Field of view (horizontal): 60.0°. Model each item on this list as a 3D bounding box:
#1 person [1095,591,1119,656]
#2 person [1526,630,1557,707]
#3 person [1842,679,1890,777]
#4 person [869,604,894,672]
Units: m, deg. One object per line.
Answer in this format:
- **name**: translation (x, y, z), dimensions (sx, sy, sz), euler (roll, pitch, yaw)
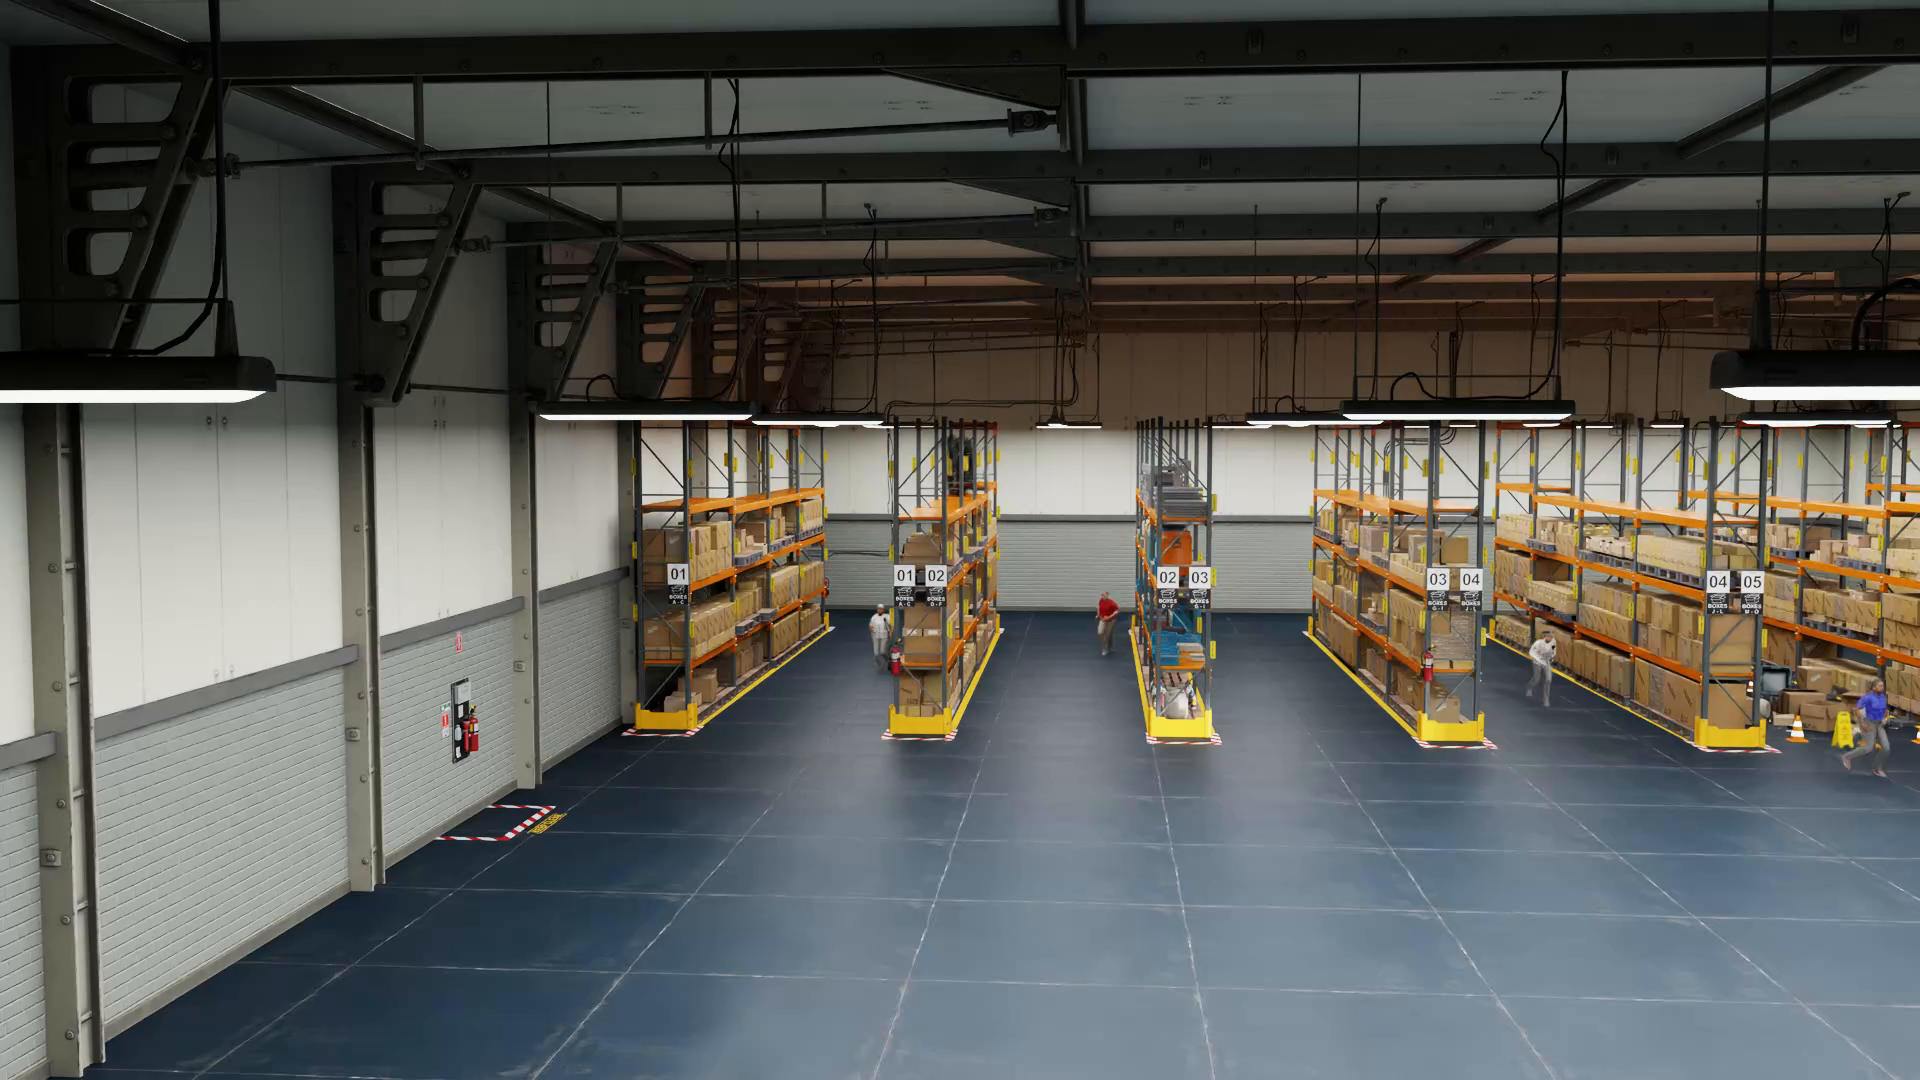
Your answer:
- **person**: translation (3.842, 2.125, 42.831), dimensions (0.682, 1.690, 0.832), euler (2, 4, 29)
- **person**: translation (12.226, 2.665, 35.049), dimensions (0.655, 1.616, 0.979), euler (-1, 4, -11)
- **person**: translation (15.166, 3.137, 27.717), dimensions (0.767, 1.644, 0.583), euler (-2, 4, -27)
- **person**: translation (-1.883, 2.336, 39.489), dimensions (0.599, 1.628, 0.532), euler (1, 4, 12)
